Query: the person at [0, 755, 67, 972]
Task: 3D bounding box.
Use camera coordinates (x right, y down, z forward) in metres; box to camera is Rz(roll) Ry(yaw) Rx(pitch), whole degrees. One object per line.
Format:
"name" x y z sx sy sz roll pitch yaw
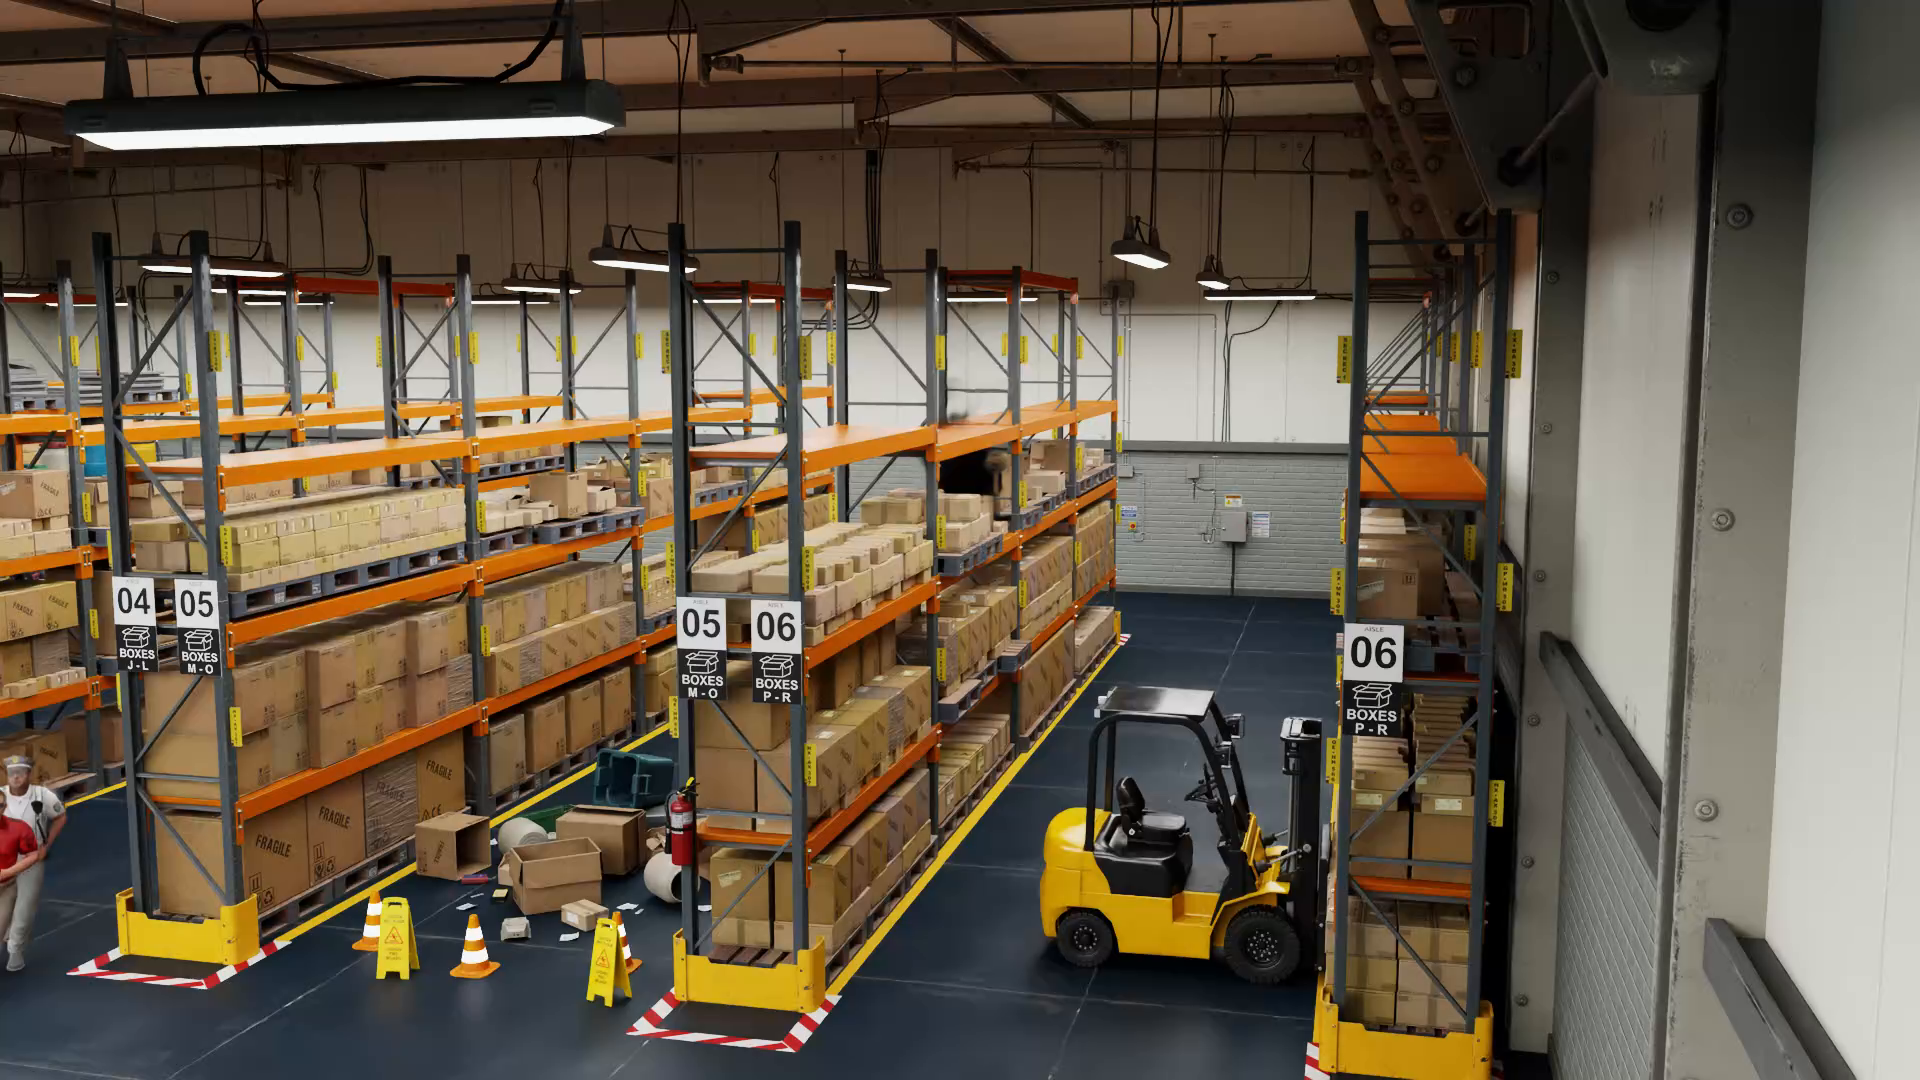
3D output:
"person" -7.818 2.631 13.865 0.682 1.760 0.701 -3 8 -22

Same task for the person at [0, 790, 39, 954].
"person" -7.583 2.772 13.006 0.682 1.672 0.539 -3 8 -22
